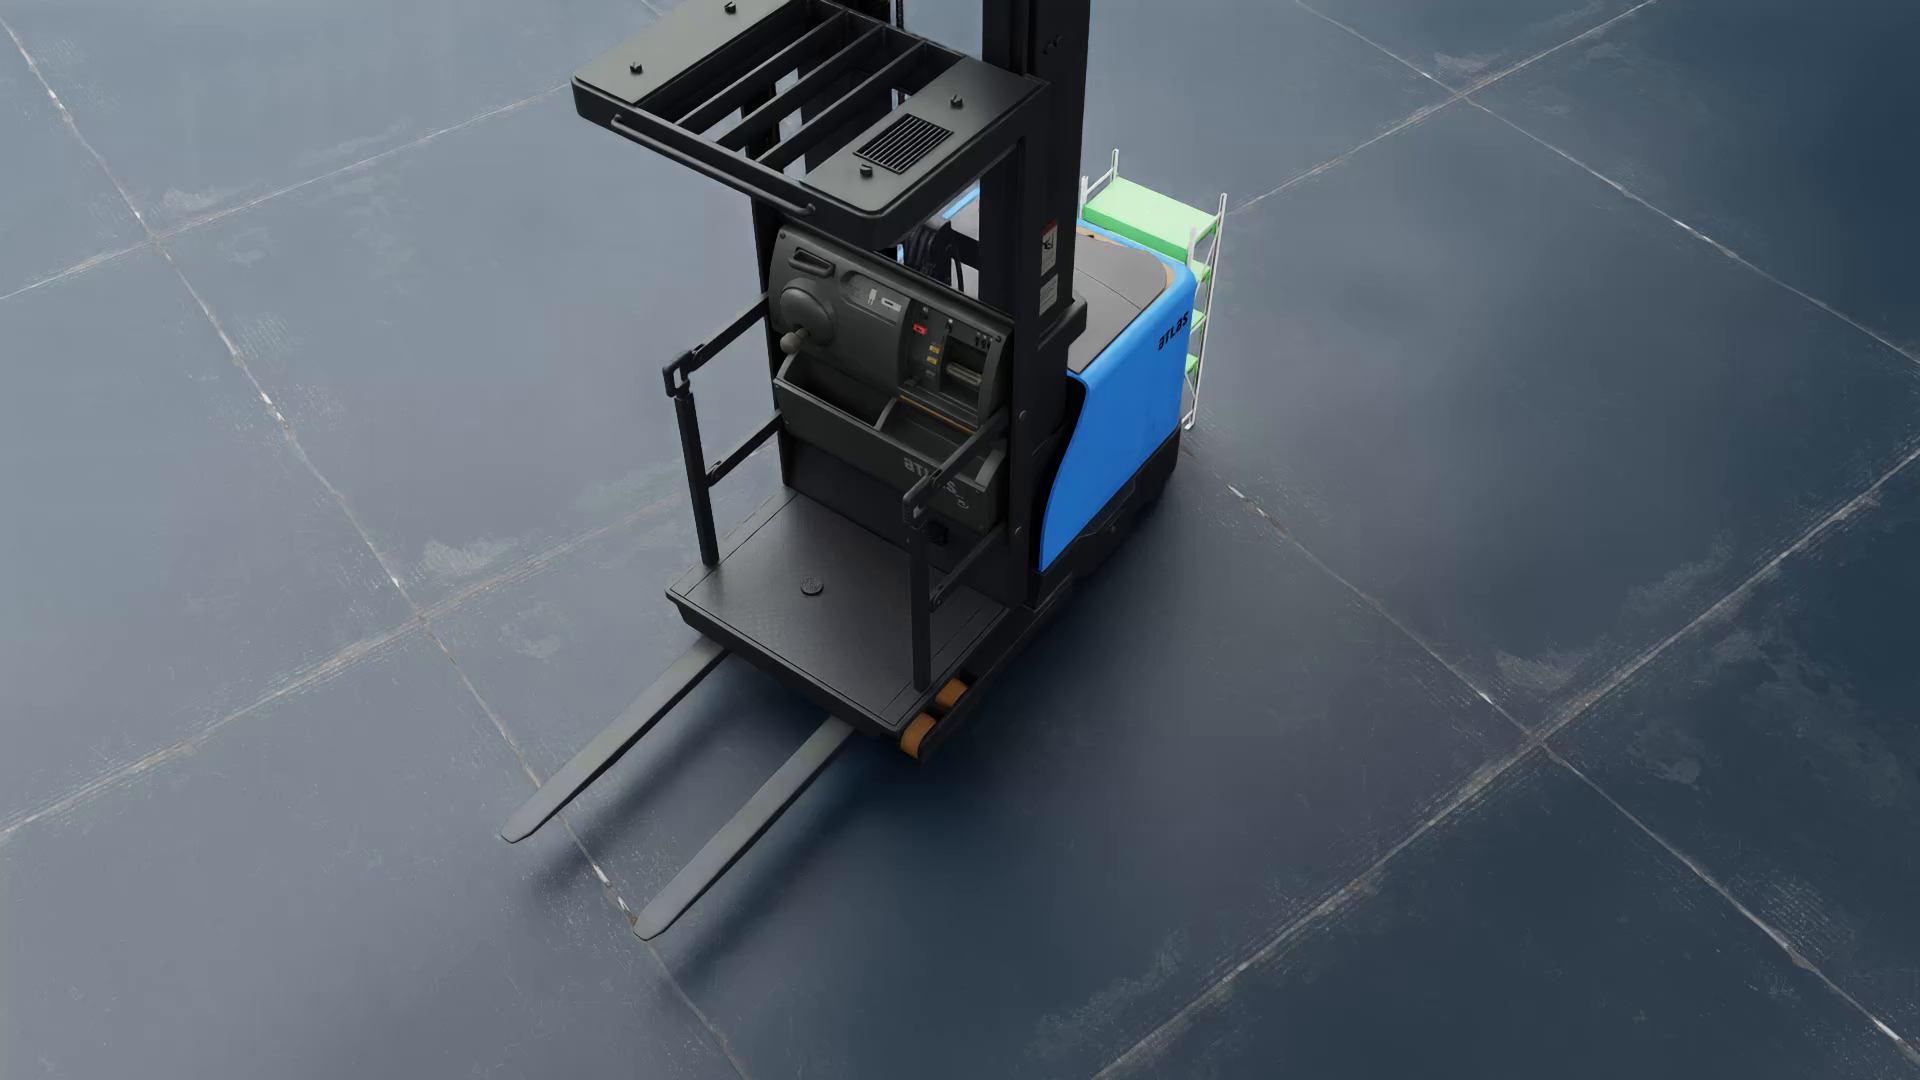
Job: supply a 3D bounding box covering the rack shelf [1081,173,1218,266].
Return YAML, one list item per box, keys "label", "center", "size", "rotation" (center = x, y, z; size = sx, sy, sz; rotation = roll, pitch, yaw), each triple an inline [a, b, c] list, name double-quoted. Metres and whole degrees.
- label: "rack shelf"
  center: [0.741, -1.228, 6.491]
  size: [0.480, 0.148, 0.258]
  rotation: [29, 54, 23]

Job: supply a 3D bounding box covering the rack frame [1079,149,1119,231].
- label: "rack frame"
  center: [0.545, -1.055, 6.896]
  size: [0.015, 1.200, 0.240]
  rotation: [29, 54, 23]

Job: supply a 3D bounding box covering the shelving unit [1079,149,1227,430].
- label: "shelving unit"
  center: [0.741, -0.948, 6.799]
  size: [0.503, 1.200, 0.258]
  rotation: [29, 54, 23]

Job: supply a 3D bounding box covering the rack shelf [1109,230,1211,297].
- label: "rack shelf"
  center: [0.741, -1.067, 6.668]
  size: [0.480, 0.148, 0.258]
  rotation: [29, 54, 23]

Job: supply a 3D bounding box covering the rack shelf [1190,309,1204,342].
- label: "rack shelf"
  center: [0.741, -0.906, 6.846]
  size: [0.480, 0.148, 0.258]
  rotation: [29, 54, 23]

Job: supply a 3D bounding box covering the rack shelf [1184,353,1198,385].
- label: "rack shelf"
  center: [0.741, -0.744, 7.024]
  size: [0.480, 0.148, 0.258]
  rotation: [29, 54, 23]

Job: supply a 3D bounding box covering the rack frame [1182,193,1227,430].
- label: "rack frame"
  center: [0.938, -0.842, 6.702]
  size: [0.015, 1.200, 0.240]
  rotation: [29, 54, 23]

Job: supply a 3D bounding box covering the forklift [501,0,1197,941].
- label: "forklift"
  center: [-0.373, -0.608, 5.322]
  size: [1.130, 2.935, 3.031]
  rotation: [29, 54, 23]
